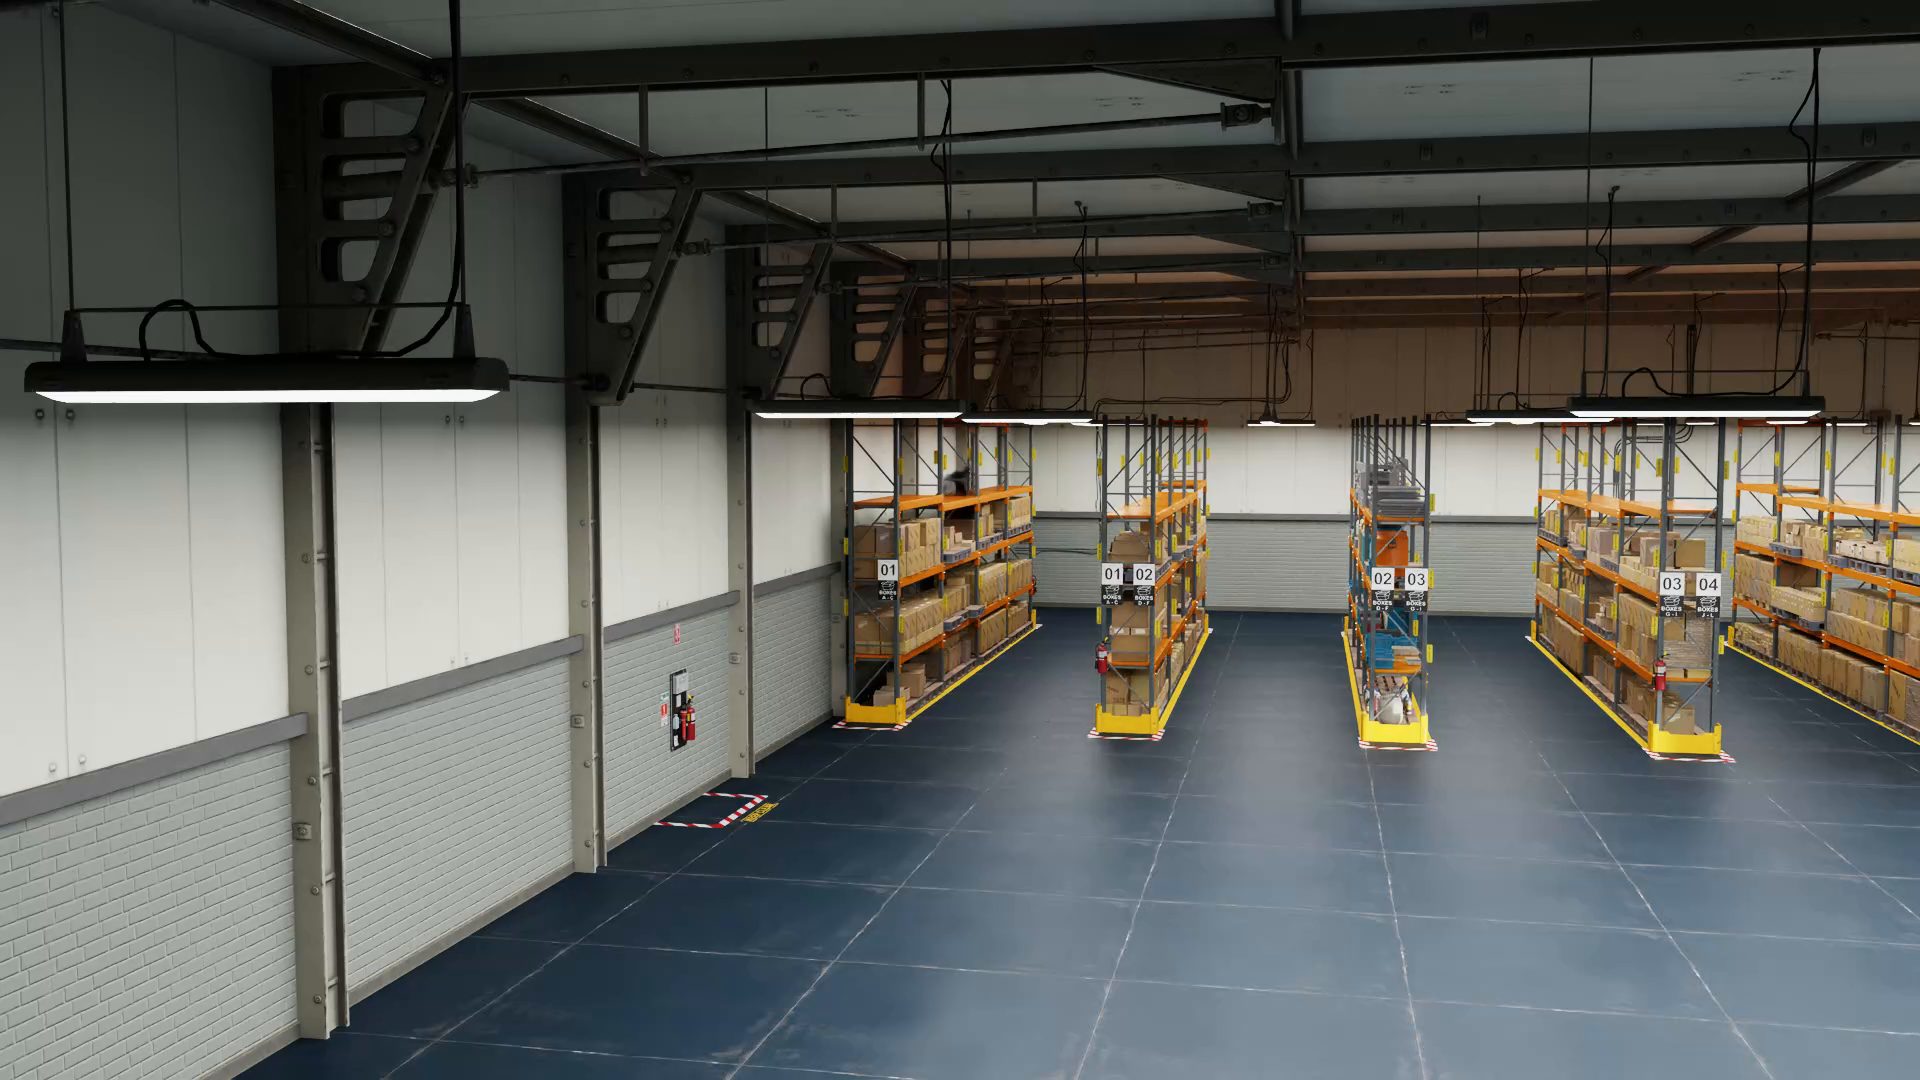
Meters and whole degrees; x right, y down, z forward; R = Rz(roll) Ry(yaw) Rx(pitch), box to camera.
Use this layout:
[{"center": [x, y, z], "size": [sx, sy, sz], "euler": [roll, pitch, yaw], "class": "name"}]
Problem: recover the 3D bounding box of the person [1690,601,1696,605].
[{"center": [17.147, 2.249, 38.846], "size": [0.657, 1.781, 0.821], "euler": [1, 4, 15], "class": "person"}]
